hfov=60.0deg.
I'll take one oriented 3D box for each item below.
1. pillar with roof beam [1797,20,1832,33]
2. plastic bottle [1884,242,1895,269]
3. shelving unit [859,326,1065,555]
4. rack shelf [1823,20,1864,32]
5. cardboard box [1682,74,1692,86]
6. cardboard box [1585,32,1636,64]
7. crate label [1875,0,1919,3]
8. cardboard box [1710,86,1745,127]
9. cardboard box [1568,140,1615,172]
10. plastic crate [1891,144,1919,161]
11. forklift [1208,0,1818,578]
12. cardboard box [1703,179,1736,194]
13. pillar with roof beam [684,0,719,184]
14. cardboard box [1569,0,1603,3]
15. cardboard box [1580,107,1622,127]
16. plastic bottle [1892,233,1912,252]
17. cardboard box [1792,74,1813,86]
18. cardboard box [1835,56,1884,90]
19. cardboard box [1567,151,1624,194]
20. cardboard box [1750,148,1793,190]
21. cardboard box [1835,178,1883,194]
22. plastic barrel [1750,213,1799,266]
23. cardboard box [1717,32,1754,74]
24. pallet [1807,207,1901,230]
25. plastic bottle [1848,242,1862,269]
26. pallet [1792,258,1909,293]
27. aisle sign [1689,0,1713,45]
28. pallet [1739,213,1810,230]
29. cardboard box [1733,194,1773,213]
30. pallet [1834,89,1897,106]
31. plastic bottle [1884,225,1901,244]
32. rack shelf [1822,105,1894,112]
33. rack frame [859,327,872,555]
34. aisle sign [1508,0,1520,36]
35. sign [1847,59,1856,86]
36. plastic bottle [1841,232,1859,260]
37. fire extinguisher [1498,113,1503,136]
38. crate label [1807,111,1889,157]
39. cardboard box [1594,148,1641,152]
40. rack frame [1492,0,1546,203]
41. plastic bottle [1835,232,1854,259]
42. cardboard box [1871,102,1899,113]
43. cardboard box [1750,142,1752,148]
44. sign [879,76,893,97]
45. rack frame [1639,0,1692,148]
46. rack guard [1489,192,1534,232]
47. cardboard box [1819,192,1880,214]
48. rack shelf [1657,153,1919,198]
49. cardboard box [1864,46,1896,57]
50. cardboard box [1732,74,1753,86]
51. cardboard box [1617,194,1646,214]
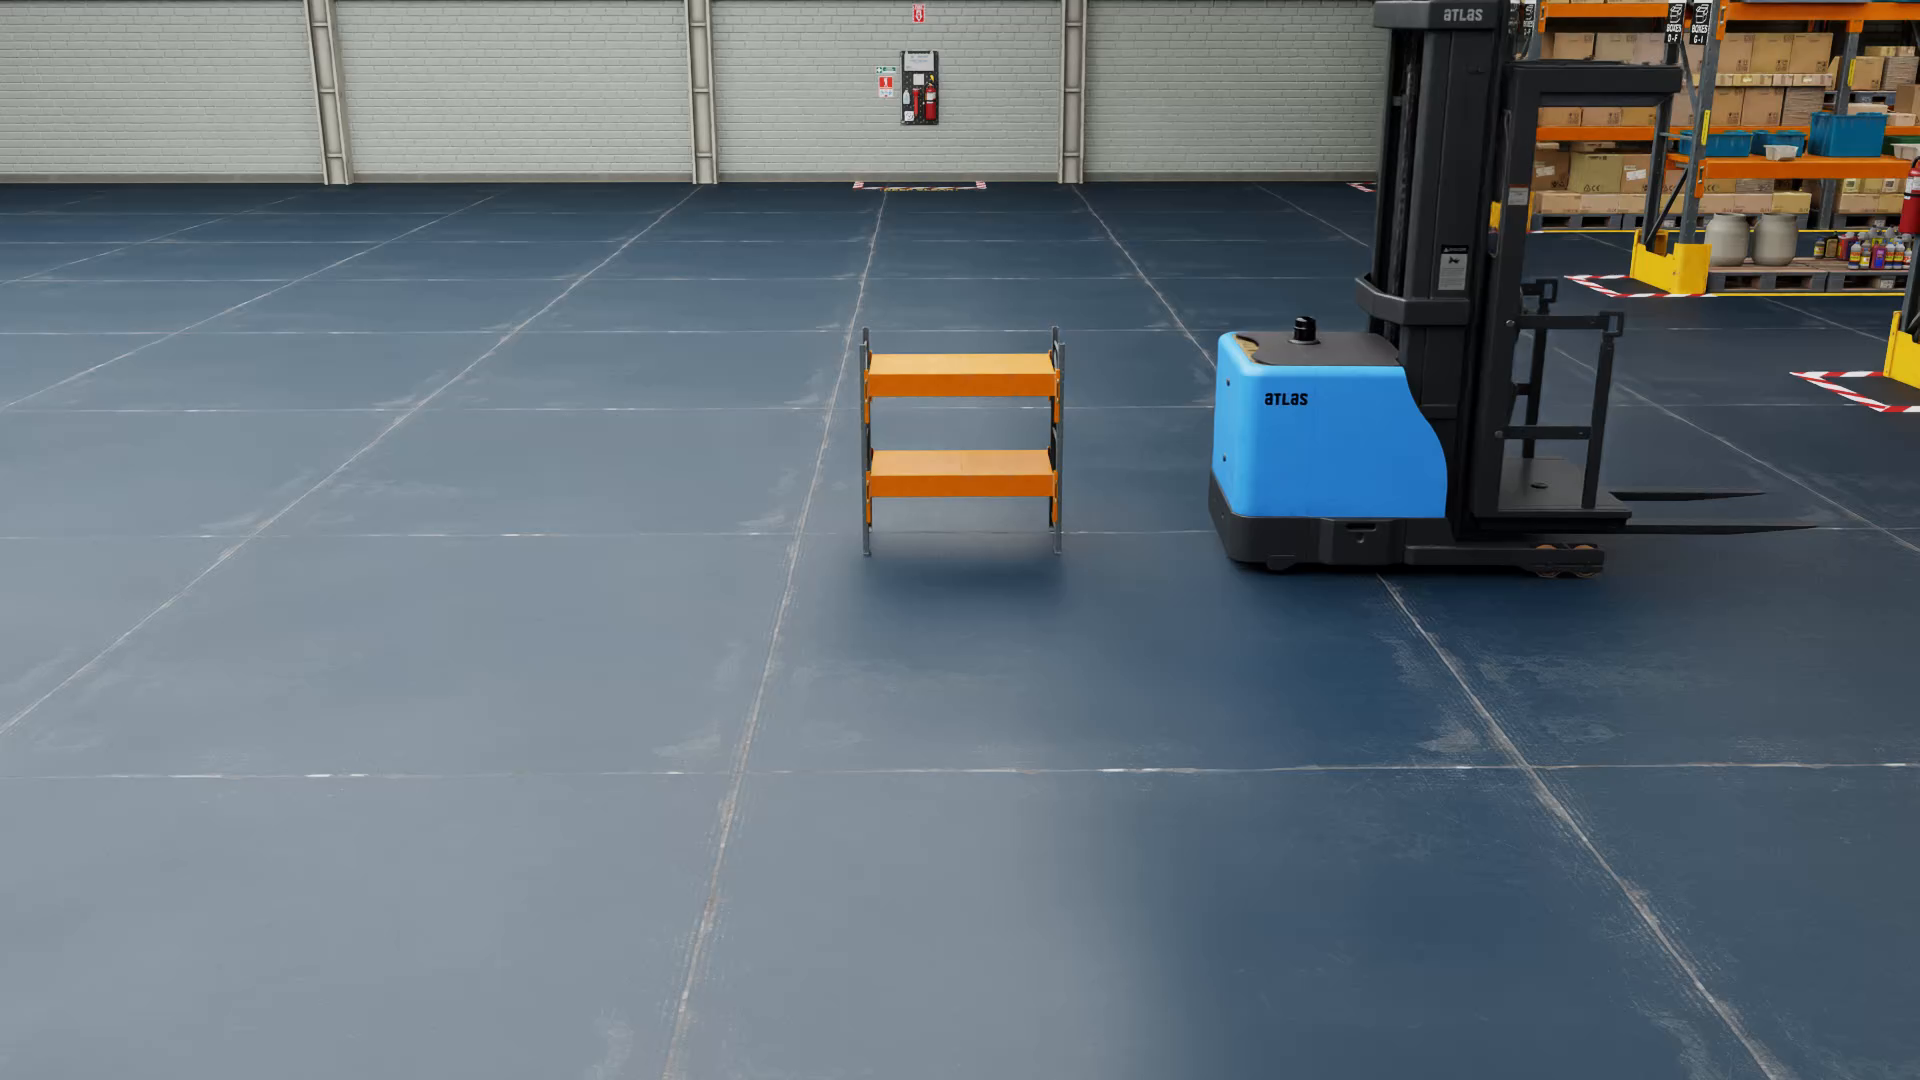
[{"bbox_3d":[13.886,-8.937,22.176,0.400,9.000,9.100,0,18,-1],"label":"pillar with roof beam"},{"bbox_3d":[9.449,-2.899,16.919,0.097,0.271,0.097,0,18,0],"label":"plastic bottle"},{"bbox_3d":[0.007,-0.536,8.876,1.048,1.125,0.538,0,18,-1],"label":"shelving unit"},{"bbox_3d":[13.214,-6.701,21.292,4.000,0.370,1.077,0,18,-1],"label":"rack shelf"},{"bbox_3d":[9.147,-5.886,21.259,0.250,0.149,0.380,0,18,0],"label":"cardboard box"},{"bbox_3d":[8.260,-6.254,21.346,0.500,0.500,0.700,-1,18,-2],"label":"cardboard box"},{"bbox_3d":[9.166,-5.339,16.112,0.408,0.251,0.502,0,18,-1],"label":"crate label"},{"bbox_3d":[9.741,-5.643,21.565,0.500,0.500,0.700,0,18,0],"label":"cardboard box"},{"bbox_3d":[10.095,-6.120,26.588,0.500,0.500,0.500,-2,18,-5],"label":"cardboard box"},{"bbox_3d":[9.669,-3.882,16.669,0.437,0.136,0.530,0,18,-1],"label":"plastic crate"},{"bbox_3d":[2.904,-1.365,8.506,3.031,2.935,1.130,0,18,1],"label":"forklift"},{"bbox_3d":[9.754,-4.782,21.629,0.500,0.500,0.500,0,18,-1],"label":"cardboard box"},{"bbox_3d":[-4.112,-8.850,21.905,0.400,9.000,9.100,0,18,-1],"label":"pillar with roof beam"},{"bbox_3d":[9.572,-8.513,25.567,0.500,0.500,0.500,-1,18,-3],"label":"cardboard box"},{"bbox_3d":[8.207,-5.636,21.542,0.500,0.500,0.700,0,18,1],"label":"cardboard box"},{"bbox_3d":[9.889,-3.080,17.476,0.135,0.276,0.152,0,18,-1],"label":"plastic bottle"},{"bbox_3d":[10.698,-5.894,21.286,0.250,0.149,0.380,-1,18,-2],"label":"cardboard box"},{"bbox_3d":[14.103,-7.378,26.254,0.500,0.500,0.700,-2,18,-6],"label":"cardboard box"},{"bbox_3d":[8.254,-4.771,21.597,0.500,0.500,0.500,0,18,-1],"label":"cardboard box"},{"bbox_3d":[10.745,-4.946,22.143,0.500,0.500,0.500,0,18,-1],"label":"cardboard box"},{"bbox_3d":[11.631,-4.689,21.650,0.500,0.311,0.500,0,18,-1],"label":"cardboard box"},{"bbox_3d":[8.447,-3.117,17.240,0.421,0.512,0.421,0,18,0],"label":"plastic barrel"},{"bbox_3d":[9.764,-6.262,21.369,0.500,0.500,0.700,0,18,-1],"label":"cardboard box"},{"bbox_3d":[11.950,-4.293,22.085,1.213,0.211,1.003,0,18,-1],"label":"pallet"},{"bbox_3d":[9.107,-2.897,16.914,0.097,0.271,0.097,0,18,0],"label":"plastic bottle"},{"bbox_3d":[9.393,-2.767,17.329,1.213,0.211,1.003,0,18,-1],"label":"pallet"},{"bbox_3d":[7.222,-5.221,16.157,0.004,0.787,0.394,0,18,-1],"label":"aisle sign"},{"bbox_3d":[10.418,-4.287,22.064,1.213,0.211,1.003,0,18,-1],"label":"pallet"},{"bbox_3d":[10.254,-4.428,21.753,0.500,0.250,0.500,0,18,-1],"label":"cardboard box"},{"bbox_3d":[14.421,-7.010,26.304,1.003,0.211,1.213,0,18,-1],"label":"pallet"},{"bbox_3d":[9.861,-3.160,17.606,0.185,0.351,0.144,0,18,-1],"label":"plastic bottle"},{"bbox_3d":[13.132,-6.785,26.467,4.000,0.370,1.077,0,18,-1],"label":"rack shelf"},{"bbox_3d":[-0.502,-0.533,8.868,0.032,1.125,0.500,0,18,-1],"label":"rack frame"},{"bbox_3d":[7.144,-6.913,21.432,0.004,0.787,0.394,0,18,-1],"label":"aisle sign"},{"bbox_3d":[11.224,-5.886,20.938,0.005,0.325,0.100,0,18,-1],"label":"sign"},{"bbox_3d":[9.373,-3.092,17.503,0.133,0.283,0.061,0,18,-1],"label":"plastic bottle"},{"bbox_3d":[7.089,-5.690,22.003,0.183,0.674,0.296,0,18,-1],"label":"fire extinguisher"},{"bbox_3d":[9.125,-4.181,17.114,0.616,0.435,0.502,0,18,-1],"label":"crate label"},{"bbox_3d":[8.746,-4.937,22.112,0.500,0.500,0.500,0,18,-1],"label":"cardboard box"},{"bbox_3d":[7.215,-5.586,21.550,0.127,3.000,1.000,0,18,-1],"label":"rack frame"},{"bbox_3d":[9.371,-3.121,17.606,0.135,0.276,0.152,0,18,0],"label":"plastic bottle"},{"bbox_3d":[12.090,-5.602,21.819,0.258,0.266,0.396,-1,18,-2],"label":"cardboard box"},{"bbox_3d":[12.384,-6.164,26.724,0.500,0.500,0.700,-1,18,-2],"label":"cardboard box"},{"bbox_3d":[-1.206,-7.383,27.094,0.234,0.329,0.001,0,18,-1],"label":"sign"},{"bbox_3d":[11.132,-7.118,26.327,0.127,3.000,1.000,0,18,-1],"label":"rack frame"},{"bbox_3d":[7.191,-4.396,21.932,0.348,0.500,1.175,0,18,-1],"label":"rack guard"},{"bbox_3d":[11.621,-4.422,21.736,0.500,0.250,0.500,-1,18,-2],"label":"cardboard box"},{"bbox_3d":[9.289,-3.740,16.974,4.000,0.370,1.077,0,18,-1],"label":"rack shelf"},{"bbox_3d":[14.466,-7.687,26.153,0.250,0.149,0.380,-3,18,-10],"label":"cardboard box"},{"bbox_3d":[9.928,-5.891,21.274,0.250,0.149,0.380,0,18,-1],"label":"cardboard box"},{"bbox_3d":[8.754,-4.417,21.721,0.500,0.250,0.500,0,18,-1],"label":"cardboard box"}]
